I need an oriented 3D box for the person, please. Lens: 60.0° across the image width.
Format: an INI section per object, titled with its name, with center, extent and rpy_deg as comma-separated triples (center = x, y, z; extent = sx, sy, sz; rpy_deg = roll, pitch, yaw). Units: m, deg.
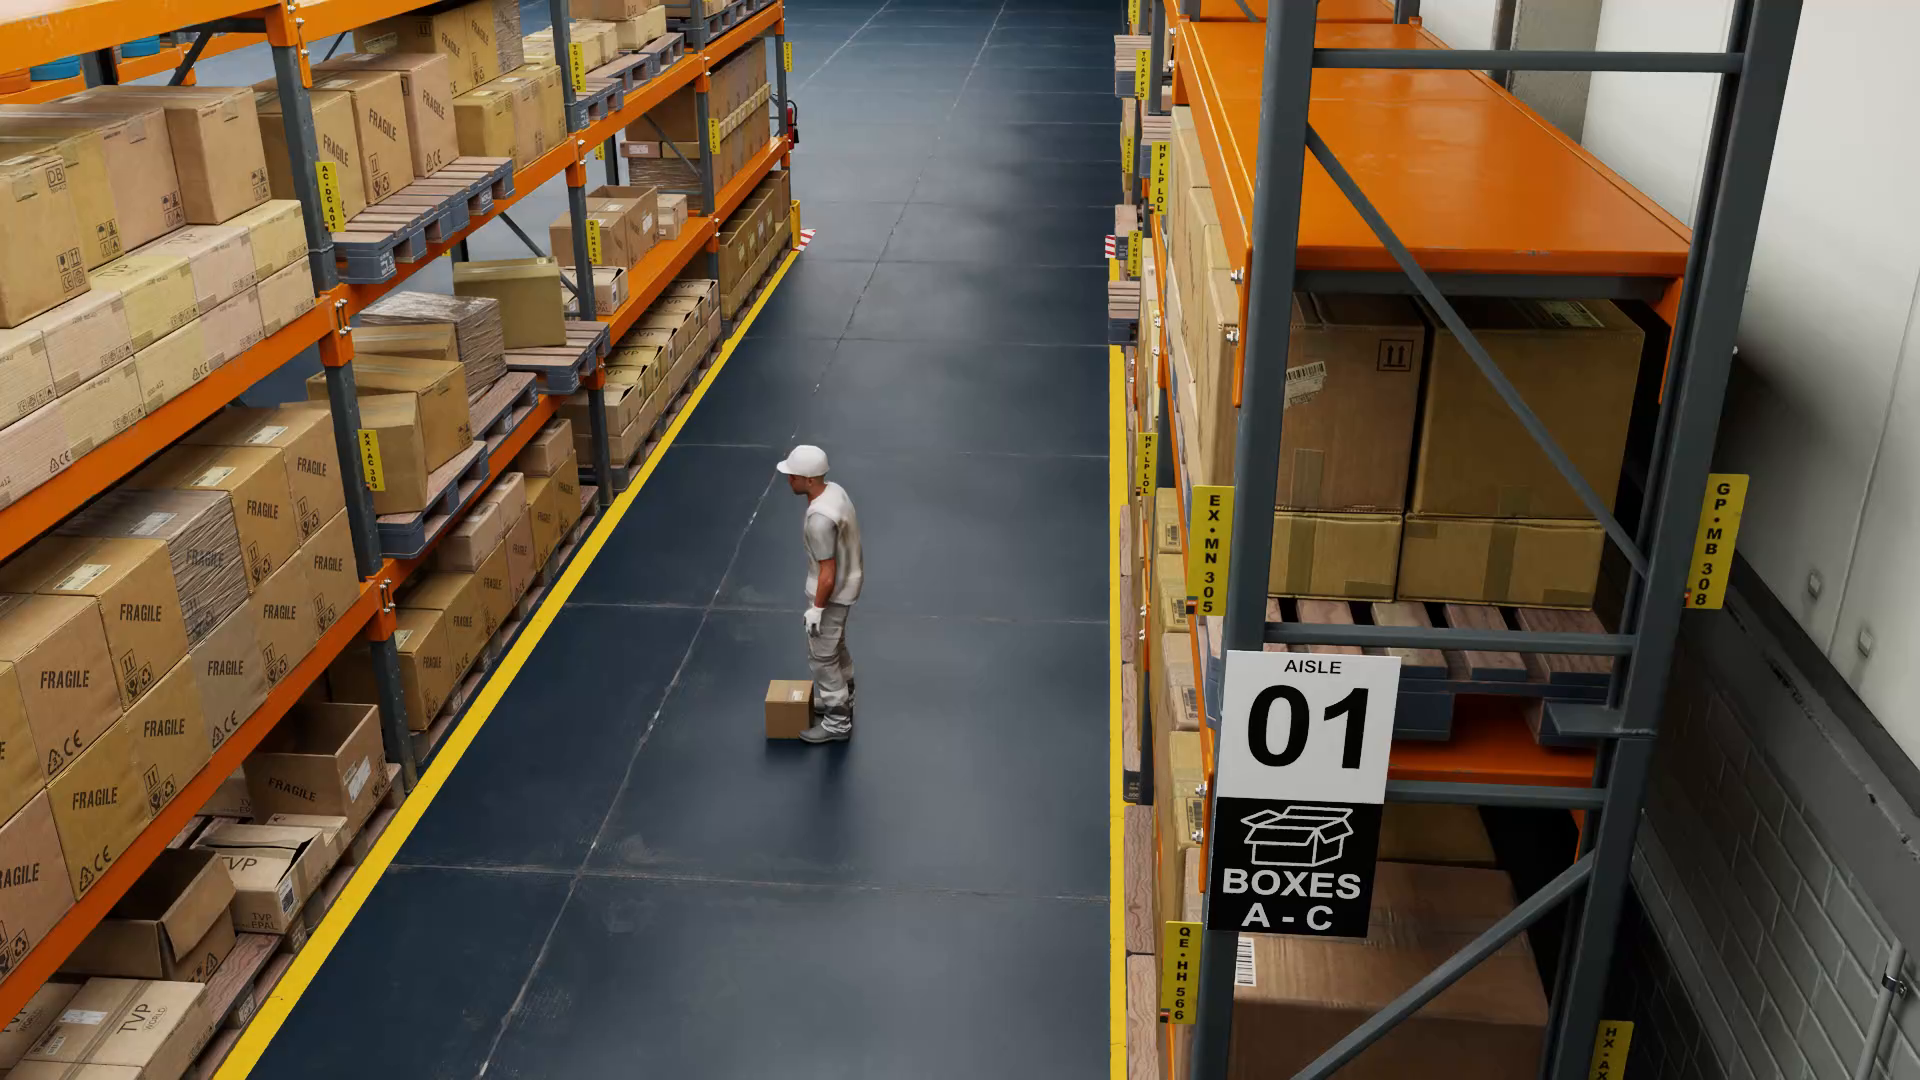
[person]
center = -0.765, 0.295, 9.341
extent = 0.453, 1.779, 0.621
rpy_deg = 1, 24, 3
